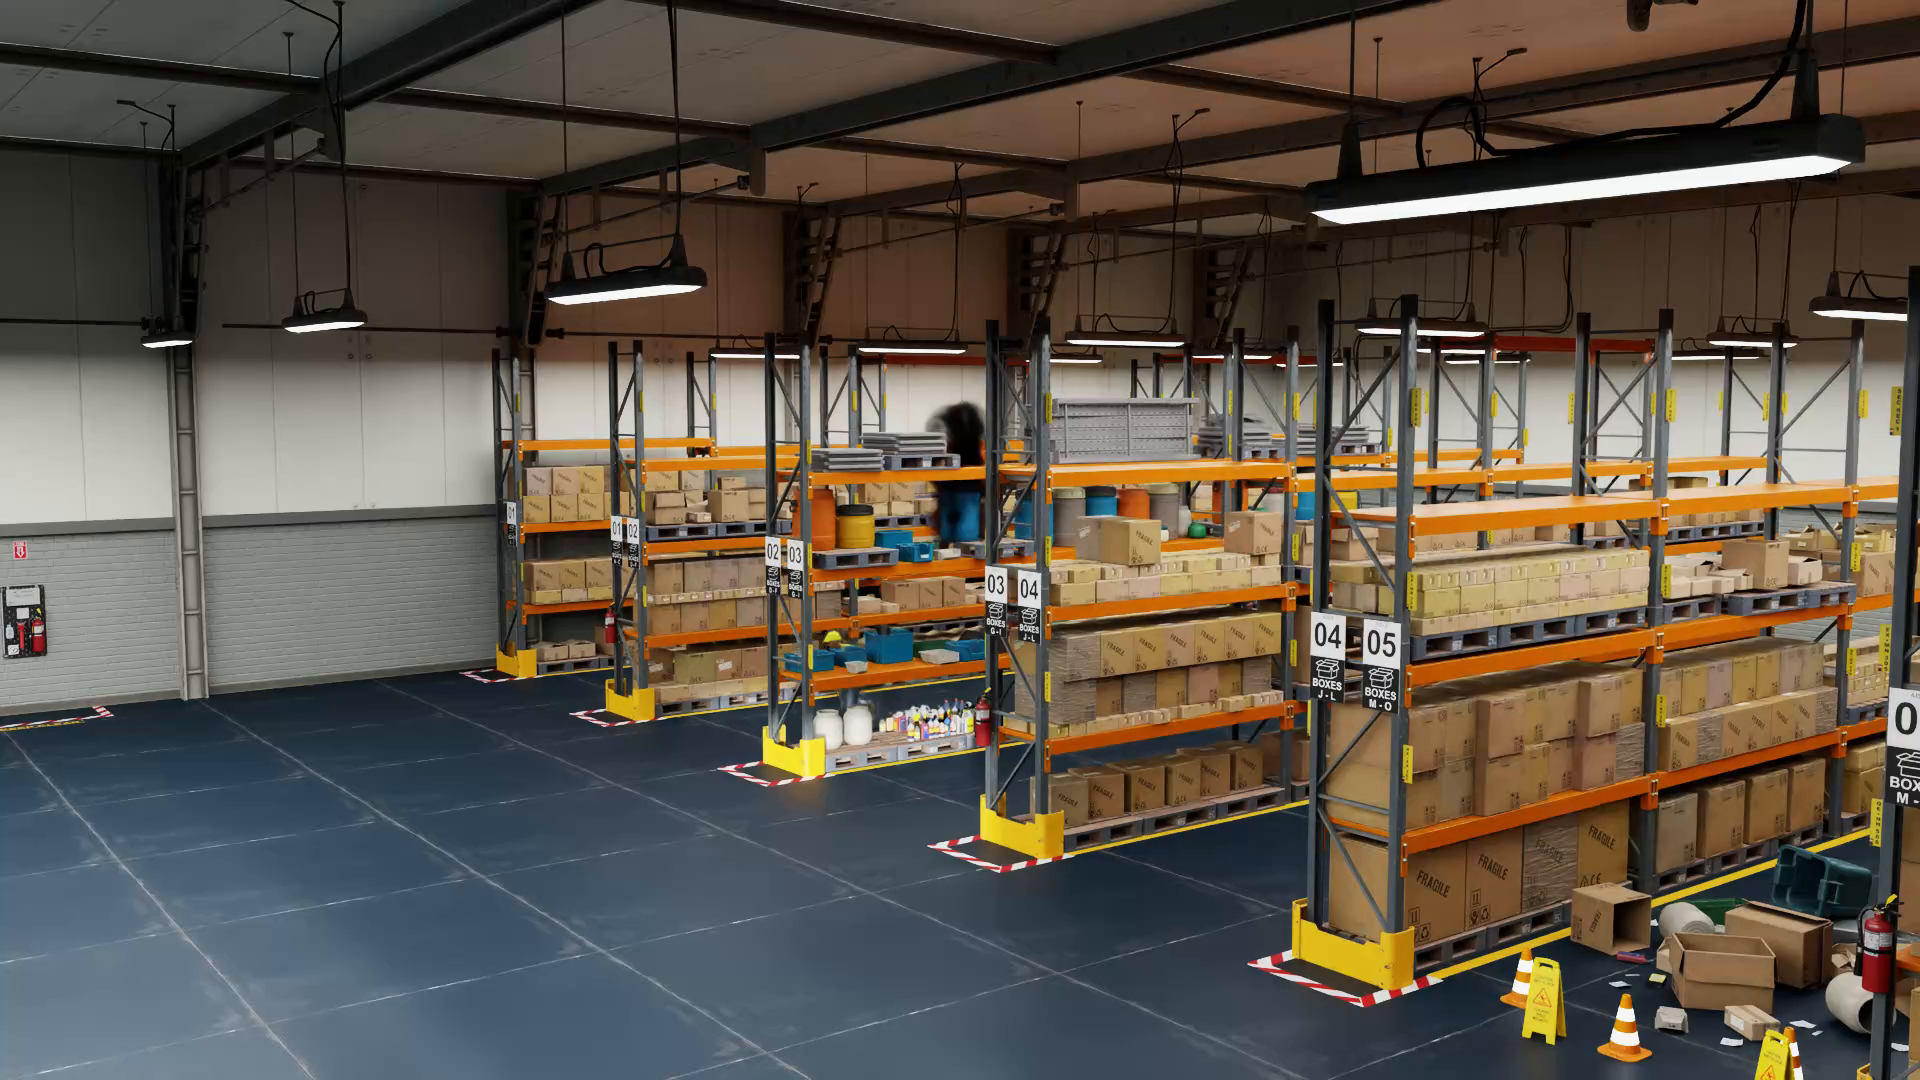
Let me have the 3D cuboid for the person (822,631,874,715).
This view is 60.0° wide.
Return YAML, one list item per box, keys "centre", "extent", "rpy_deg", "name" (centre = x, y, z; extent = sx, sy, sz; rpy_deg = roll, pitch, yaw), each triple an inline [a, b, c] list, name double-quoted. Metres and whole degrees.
- centre: [-1.727, 2.151, 25.499]
  extent: [0.892, 1.572, 0.729]
  rpy_deg: [-4, 6, -36]
  name: "person"
